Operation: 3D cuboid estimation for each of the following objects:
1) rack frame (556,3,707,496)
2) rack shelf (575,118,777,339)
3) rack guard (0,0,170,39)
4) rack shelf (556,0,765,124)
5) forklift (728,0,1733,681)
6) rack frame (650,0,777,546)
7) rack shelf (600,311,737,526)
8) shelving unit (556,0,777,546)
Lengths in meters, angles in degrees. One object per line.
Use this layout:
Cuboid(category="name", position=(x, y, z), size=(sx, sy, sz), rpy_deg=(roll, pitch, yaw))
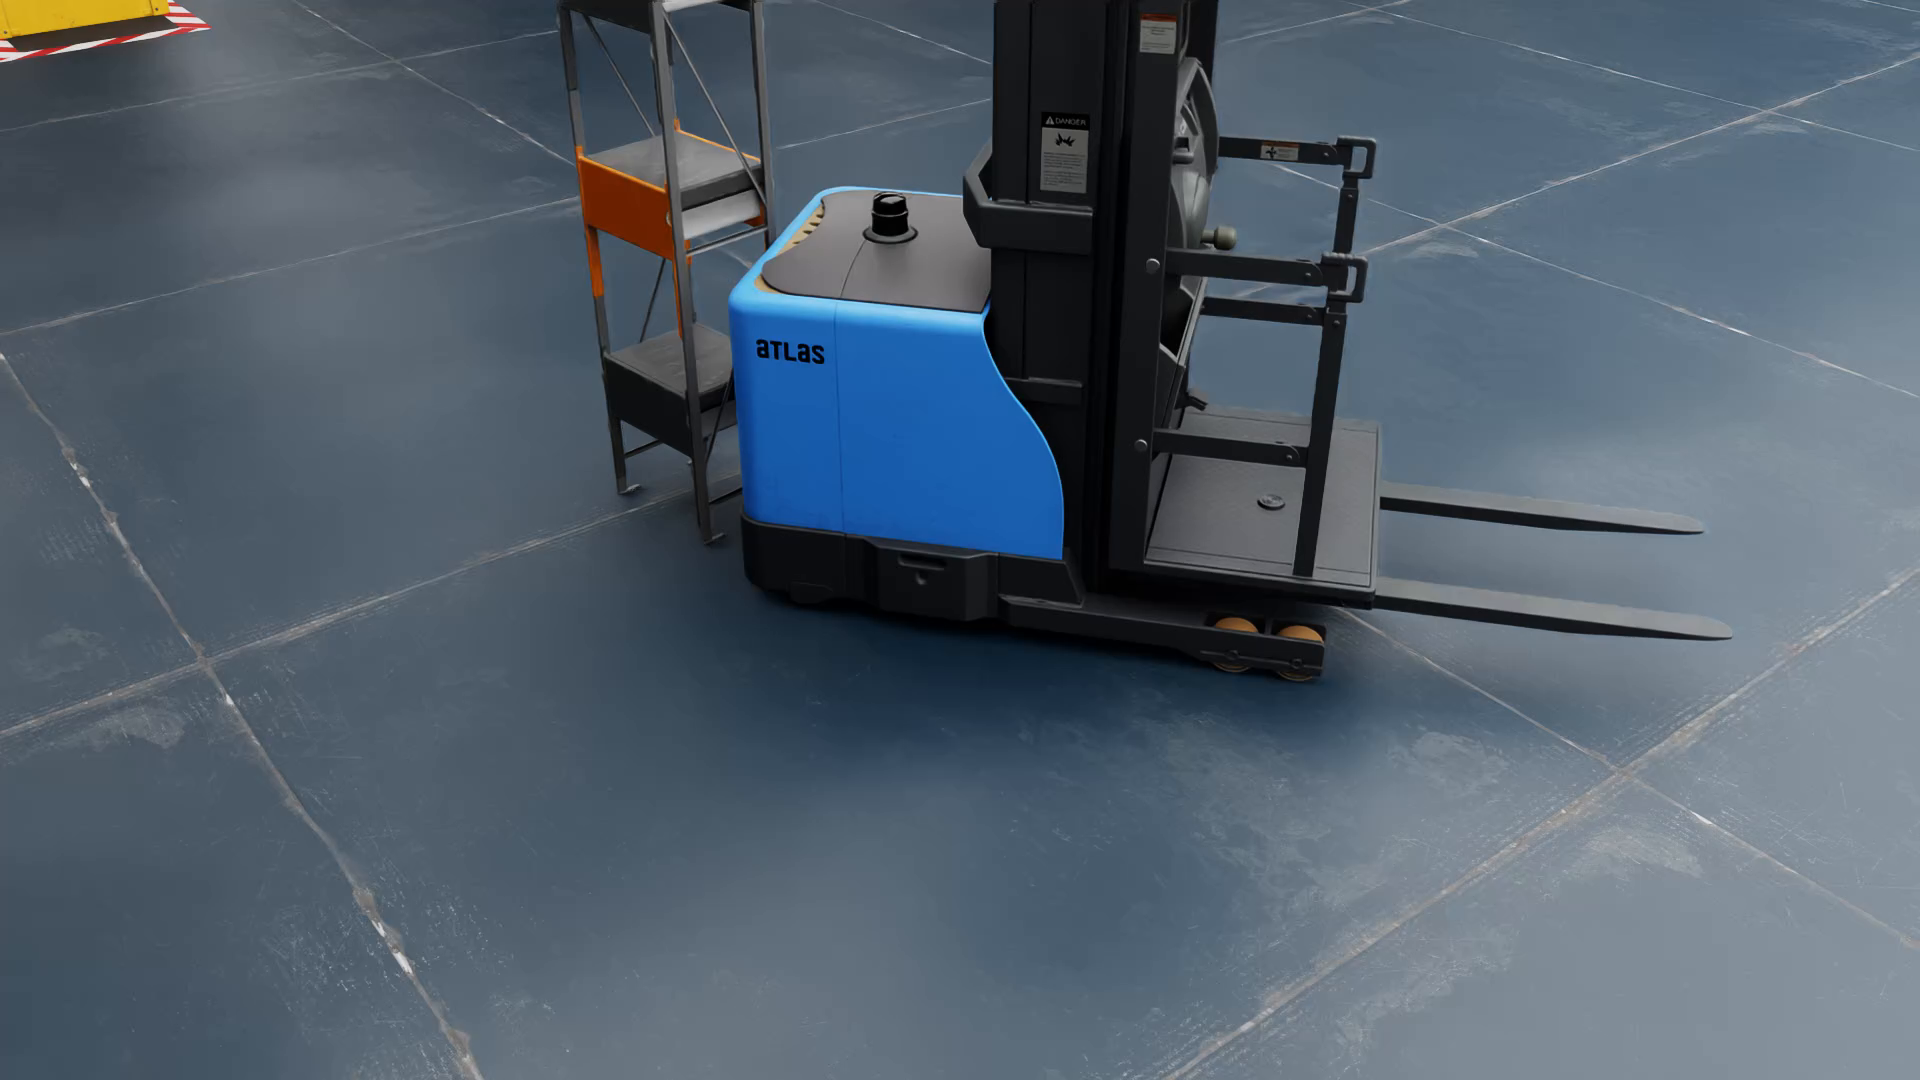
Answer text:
Cuboid(category="rack frame", position=(-1.092, -1.128, 5.576), size=(0.015, 2.100, 0.400), rpy_deg=(27, 41, 36))
Cuboid(category="rack shelf", position=(-0.918, -1.026, 5.438), size=(0.480, 0.518, 0.431), rpy_deg=(27, 41, 36))
Cuboid(category="rack guard", position=(-6.129, -3.817, 11.421), size=(1.175, 0.500, 0.348), rpy_deg=(-22, 38, -31))
Cuboid(category="rack shelf", position=(-0.918, -1.621, 5.069), size=(0.480, 0.518, 0.431), rpy_deg=(27, 41, 36))
Cuboid(category="forklift", position=(0.868, -1.126, 4.784), size=(3.031, 2.935, 1.130), rpy_deg=(7, 33, 11))
Cuboid(category="rack frame", position=(-0.743, -0.948, 5.286), size=(0.015, 2.100, 0.400), rpy_deg=(27, 41, 36))
Cuboid(category="rack shelf", position=(-0.918, -0.432, 5.807), size=(0.480, 0.518, 0.431), rpy_deg=(27, 41, 36))
Cuboid(category="shelving unit", position=(-0.918, -1.038, 5.431), size=(0.503, 2.100, 0.431), rpy_deg=(27, 41, 36))
